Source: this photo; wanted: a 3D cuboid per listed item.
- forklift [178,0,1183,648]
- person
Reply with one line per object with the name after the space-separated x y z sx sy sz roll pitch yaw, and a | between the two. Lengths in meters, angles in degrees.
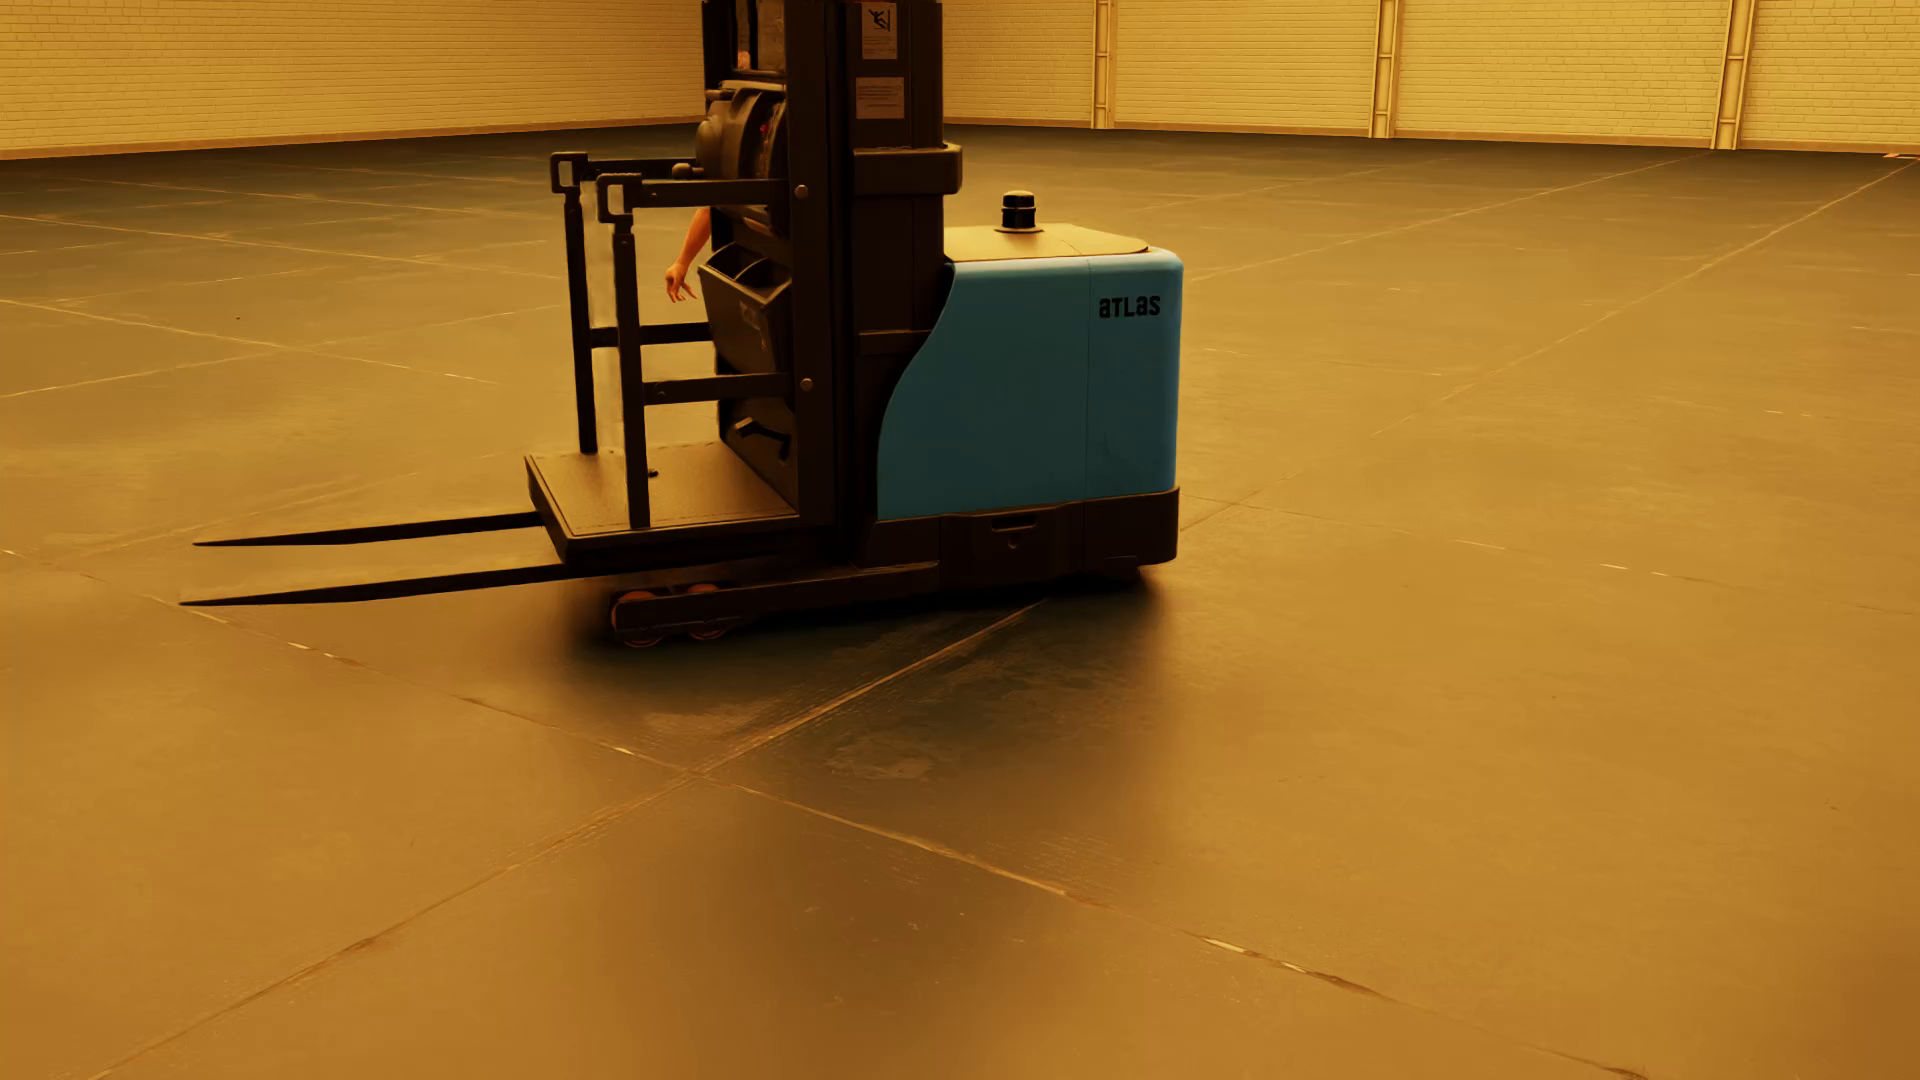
-0.853 -1.257 5.035 3.031 2.935 1.130 -6 18 -20 | forklift
-0.729 -1.075 6.638 0.914 1.682 0.371 6 18 19 | person
